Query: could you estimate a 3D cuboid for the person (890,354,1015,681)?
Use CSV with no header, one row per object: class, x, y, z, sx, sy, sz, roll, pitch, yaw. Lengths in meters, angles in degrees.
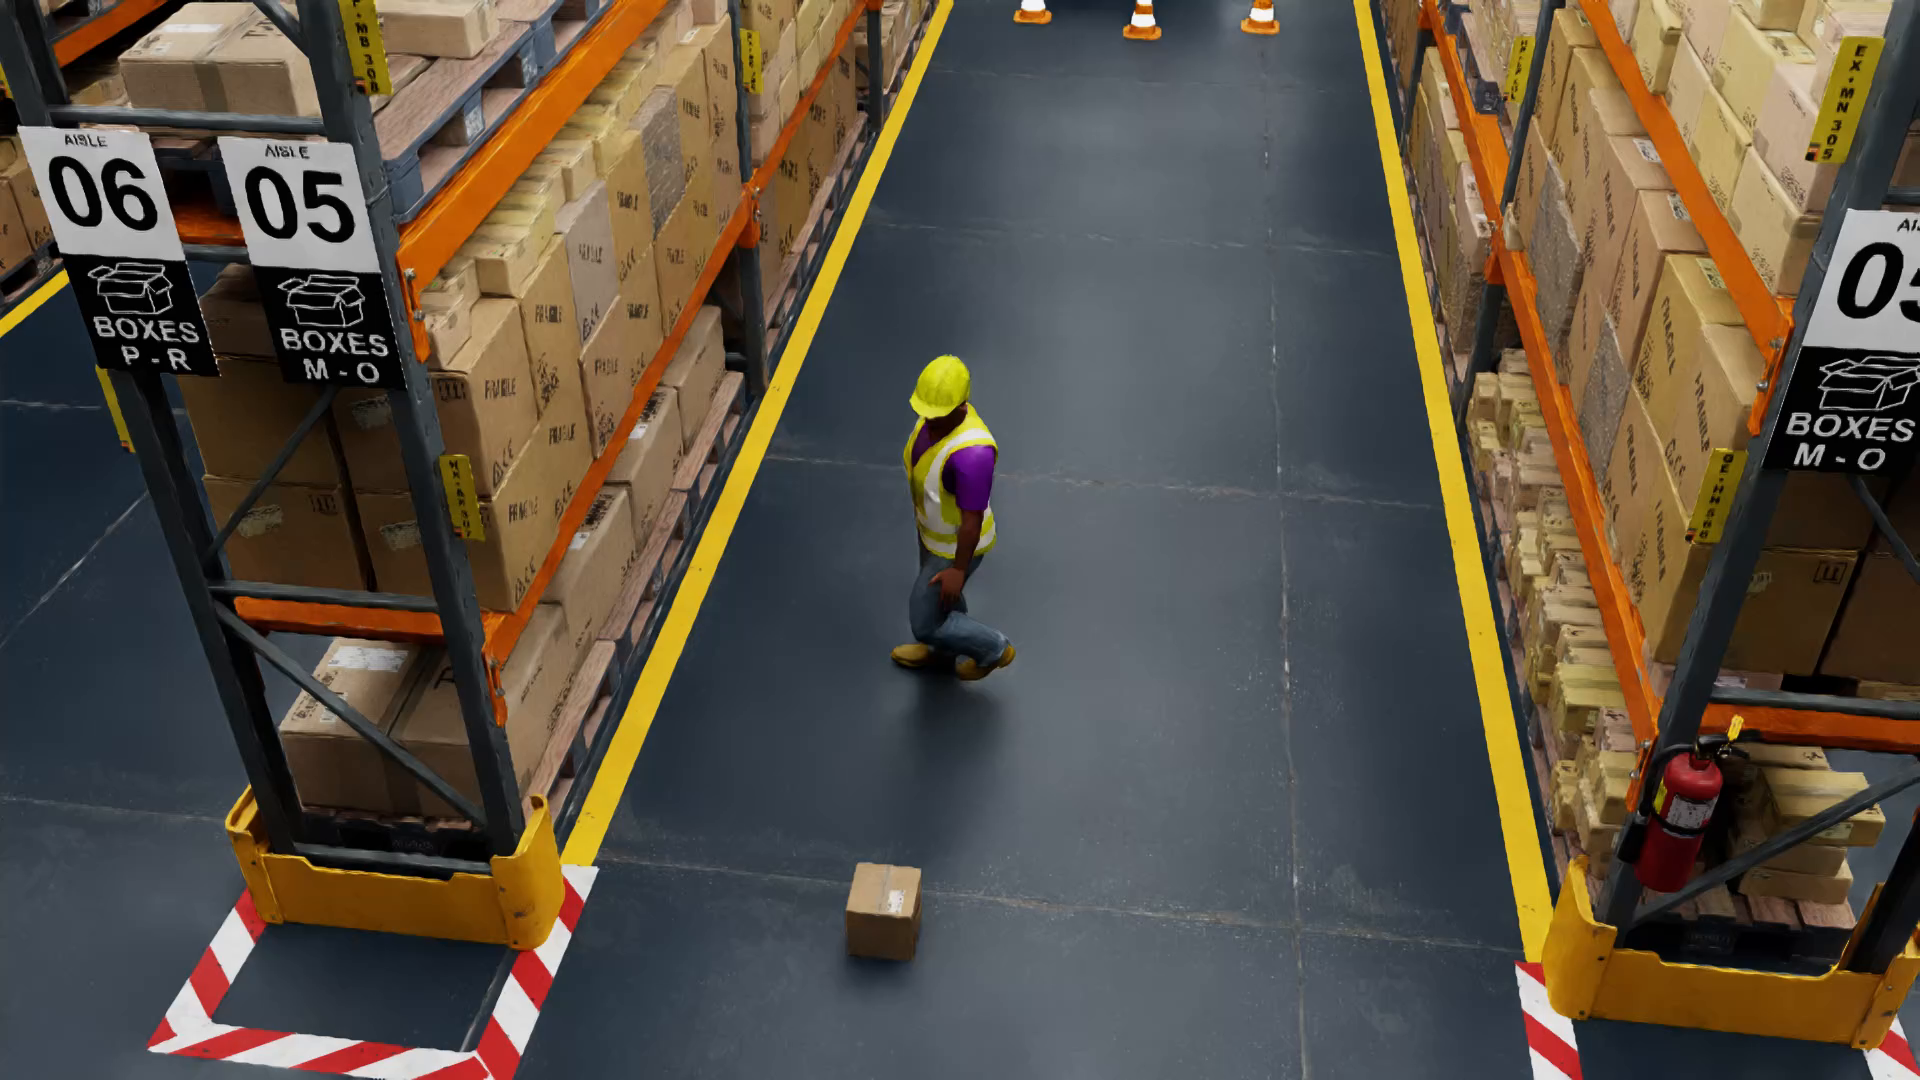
person,-0.012,-0.037,7.057,0.494,1.758,0.635,-10,37,-14
